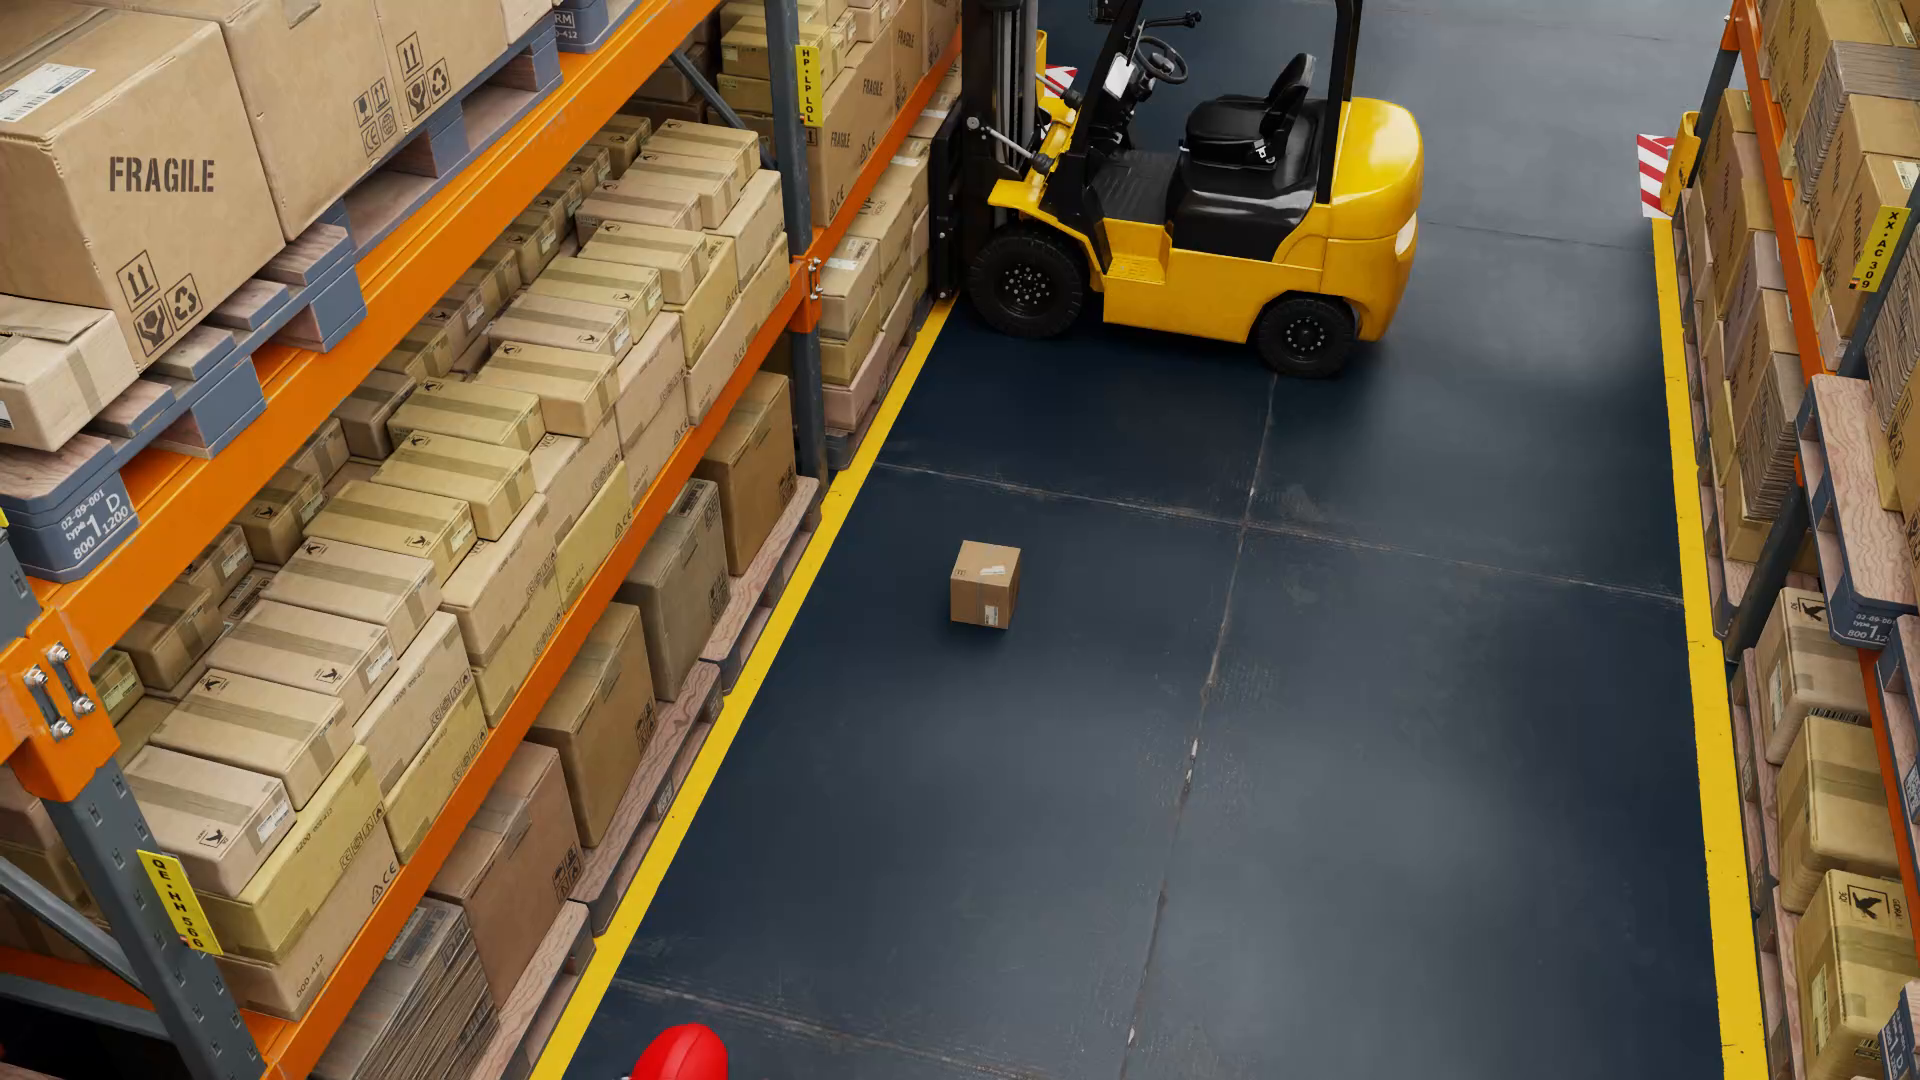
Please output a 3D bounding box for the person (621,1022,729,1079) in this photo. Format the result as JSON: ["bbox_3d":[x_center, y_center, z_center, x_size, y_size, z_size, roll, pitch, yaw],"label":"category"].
[{"bbox_3d":[-0.620,1.783,4.019,0.542,1.784,0.461,7,41,8],"label":"person"}]
